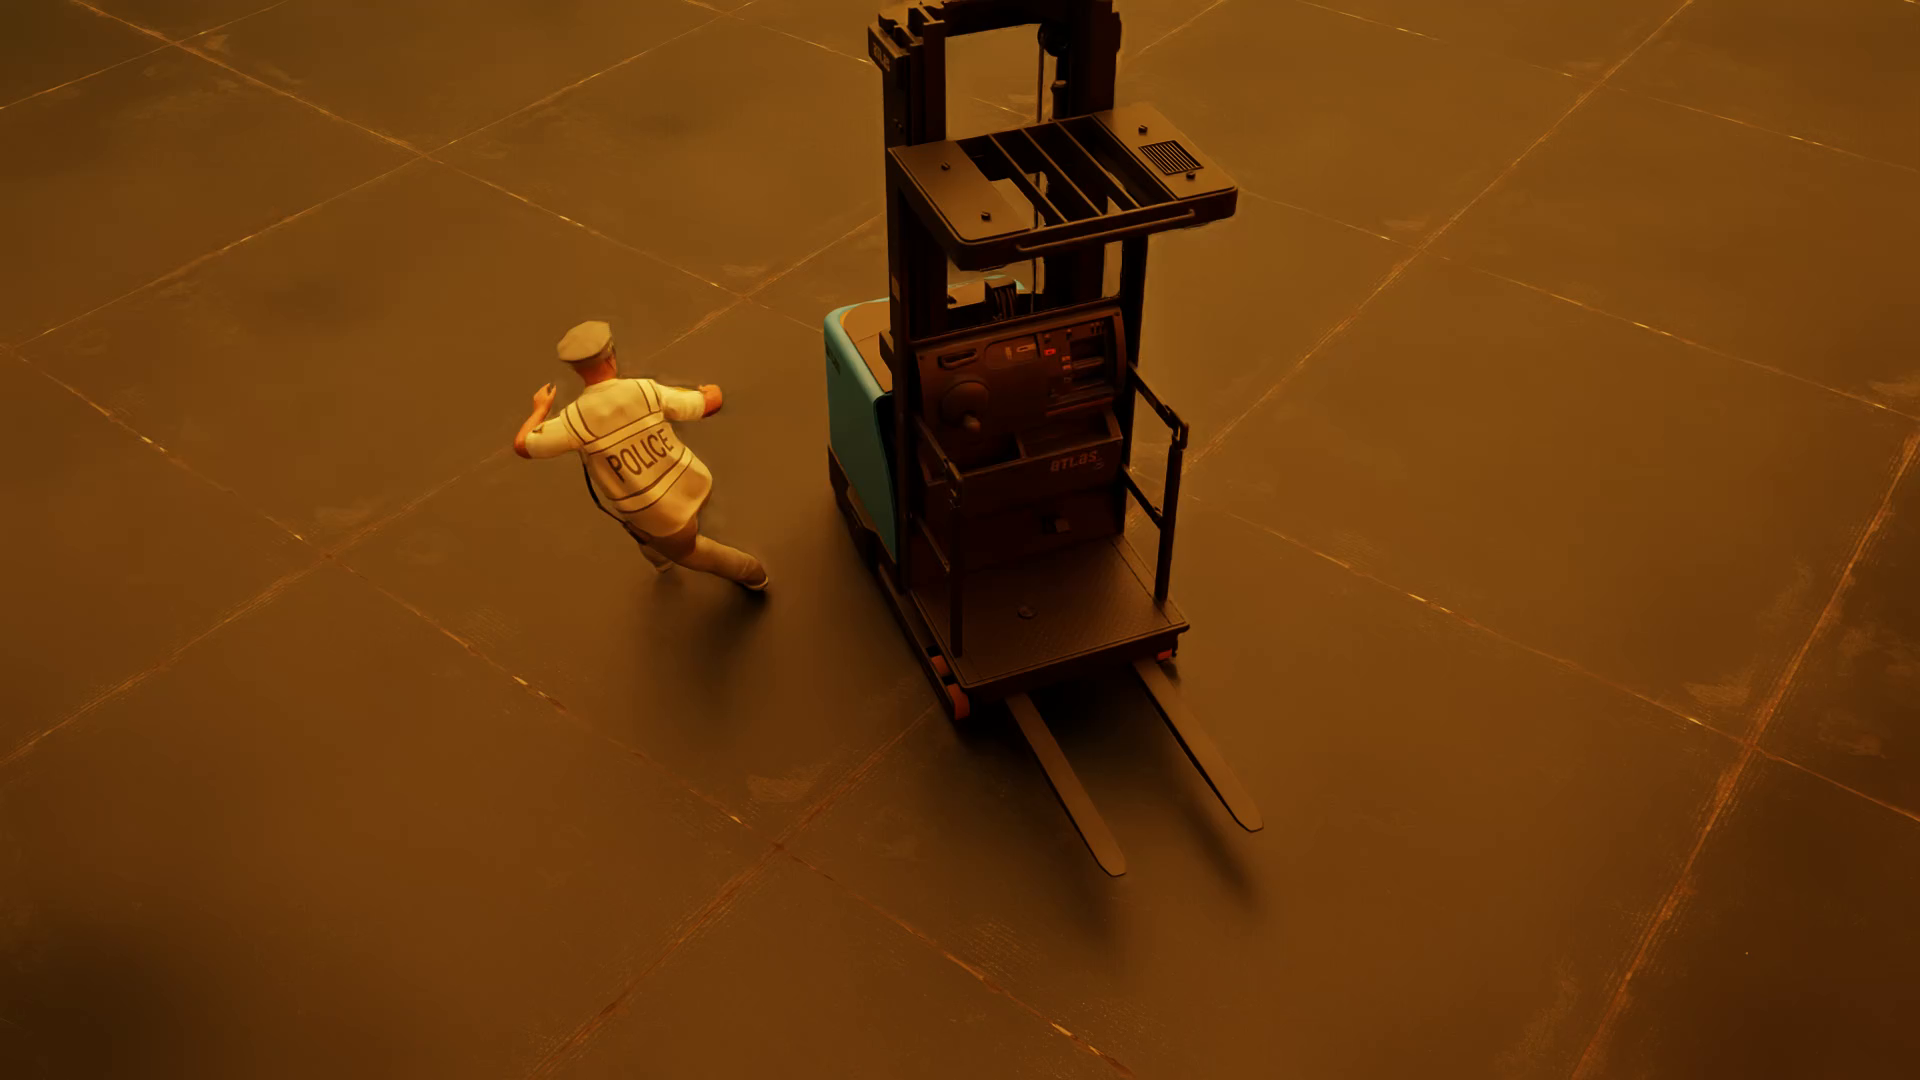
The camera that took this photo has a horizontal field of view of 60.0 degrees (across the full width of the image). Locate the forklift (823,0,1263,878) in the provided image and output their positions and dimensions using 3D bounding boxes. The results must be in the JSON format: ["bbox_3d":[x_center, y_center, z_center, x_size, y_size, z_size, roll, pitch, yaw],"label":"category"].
[{"bbox_3d":[0.344,-0.628,6.811,1.130,2.935,3.031,-14,43,-16],"label":"forklift"}]

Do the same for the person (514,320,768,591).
[{"bbox_3d":[-1.434,-0.337,7.539,0.930,1.519,0.999,26,47,28],"label":"person"}]
